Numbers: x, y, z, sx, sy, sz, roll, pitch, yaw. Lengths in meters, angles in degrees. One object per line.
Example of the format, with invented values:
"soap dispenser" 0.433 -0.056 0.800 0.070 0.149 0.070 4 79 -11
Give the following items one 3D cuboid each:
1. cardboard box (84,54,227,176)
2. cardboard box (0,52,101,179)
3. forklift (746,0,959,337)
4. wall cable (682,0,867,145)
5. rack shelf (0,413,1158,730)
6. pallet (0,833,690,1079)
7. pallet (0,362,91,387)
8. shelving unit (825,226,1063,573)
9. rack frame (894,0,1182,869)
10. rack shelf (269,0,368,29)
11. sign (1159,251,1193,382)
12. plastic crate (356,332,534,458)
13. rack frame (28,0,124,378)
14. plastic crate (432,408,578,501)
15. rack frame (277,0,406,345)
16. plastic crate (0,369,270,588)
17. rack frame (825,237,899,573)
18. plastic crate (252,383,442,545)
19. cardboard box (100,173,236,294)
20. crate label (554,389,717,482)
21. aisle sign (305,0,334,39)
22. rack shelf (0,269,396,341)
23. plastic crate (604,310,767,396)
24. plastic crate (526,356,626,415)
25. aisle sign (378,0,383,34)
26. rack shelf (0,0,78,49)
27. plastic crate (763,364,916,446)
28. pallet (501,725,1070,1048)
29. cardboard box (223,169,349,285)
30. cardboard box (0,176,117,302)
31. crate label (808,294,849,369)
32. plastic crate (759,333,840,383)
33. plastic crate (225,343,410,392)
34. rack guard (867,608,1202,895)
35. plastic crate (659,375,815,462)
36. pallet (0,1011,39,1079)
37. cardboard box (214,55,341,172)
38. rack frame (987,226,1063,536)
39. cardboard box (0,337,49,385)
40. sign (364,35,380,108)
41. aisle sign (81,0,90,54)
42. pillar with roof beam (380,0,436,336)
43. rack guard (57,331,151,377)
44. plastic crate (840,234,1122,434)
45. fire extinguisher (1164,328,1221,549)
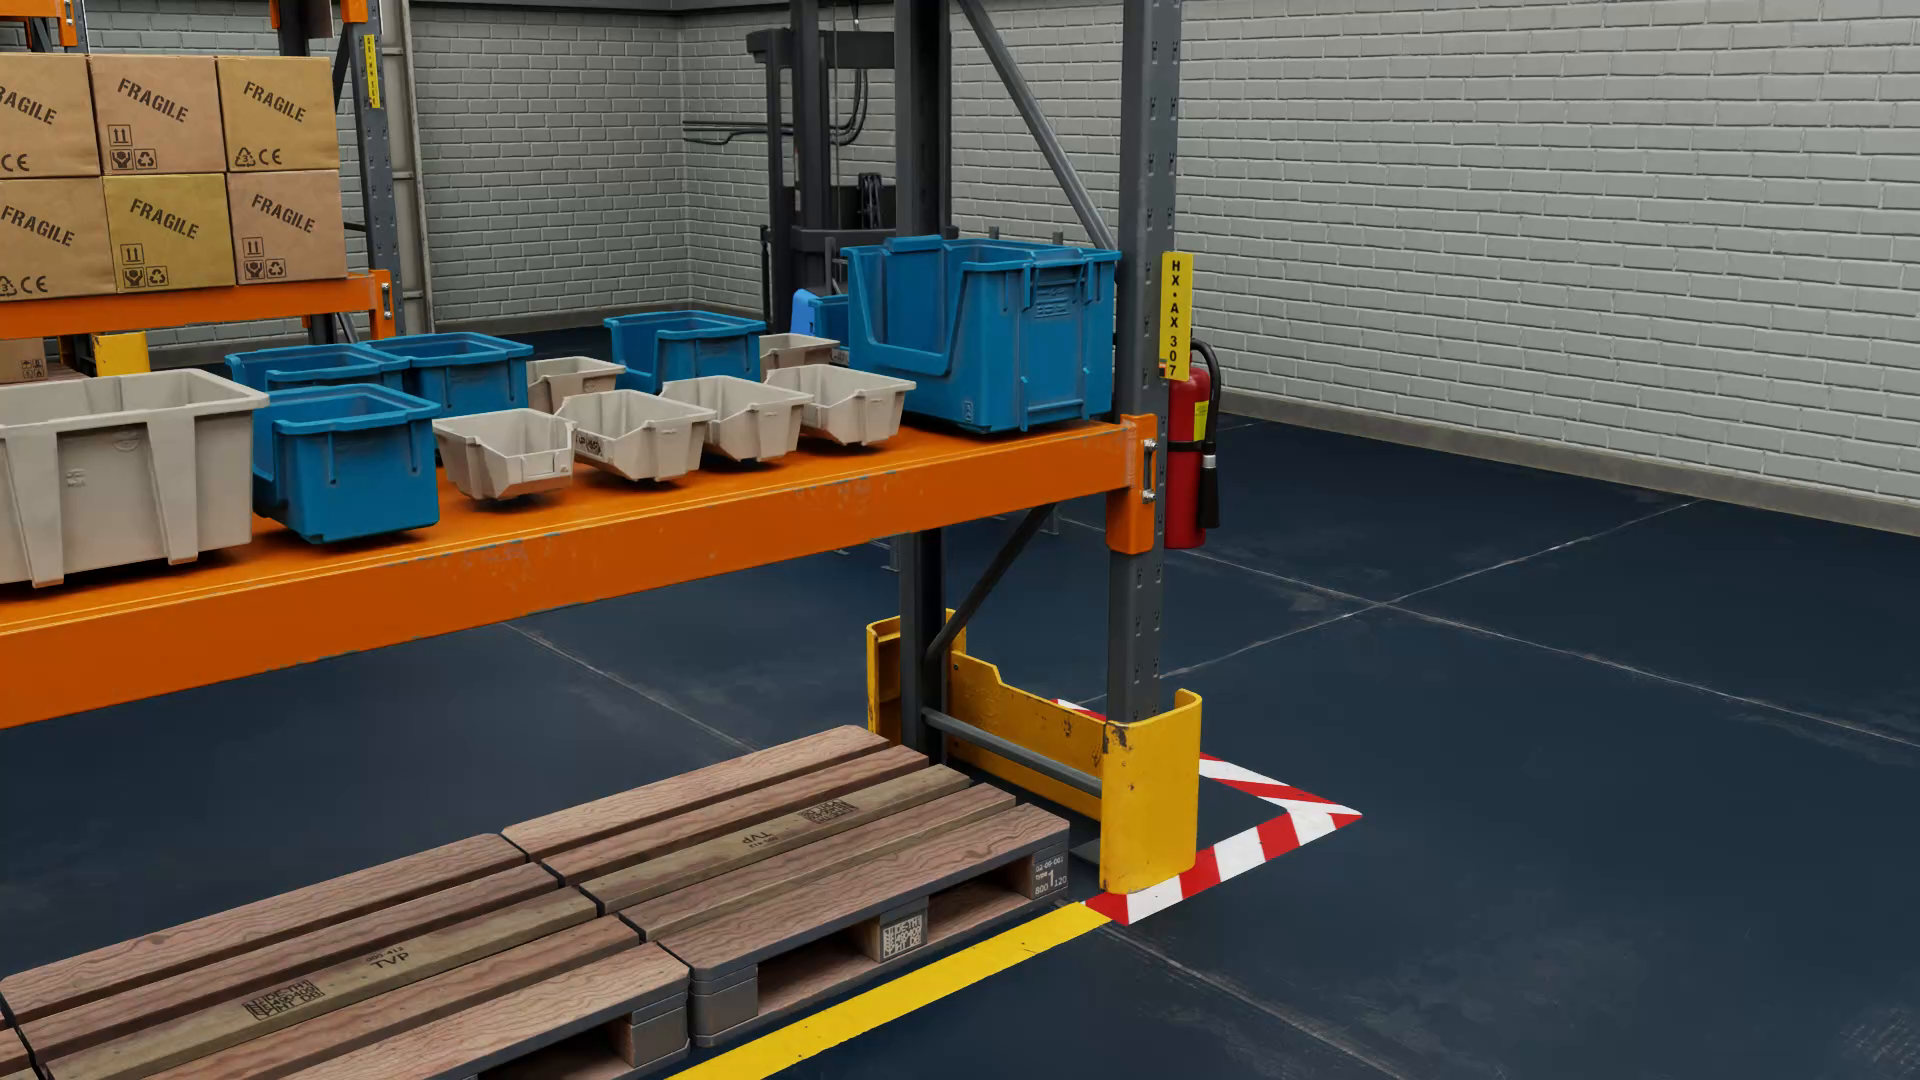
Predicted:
"cardboard box" -3.604 -1.881 7.350 0.500 0.500 0.500 -12 19 -38
"cardboard box" -3.992 -1.793 7.018 0.500 0.500 0.500 -12 19 -38
"forklift" -0.657 -2.013 10.108 1.130 2.935 3.031 -4 16 -16
"wall cable" -1.821 -4.815 14.857 0.112 2.526 3.097 -13 19 -39
"rack shelf" -1.328 0.087 3.508 4.000 0.370 1.077 -13 19 -39
"pallet" -1.387 1.085 3.779 1.213 0.211 1.003 -13 19 -39
"pallet" -6.875 -1.031 11.699 1.213 0.211 1.003 -13 19 -39
"shelving unit" -0.064 -0.710 8.002 1.048 1.500 0.538 -13 19 -39
"rack frame" 0.181 -0.600 4.683 0.127 3.000 1.000 -13 19 -39
"rack shelf" -4.577 -2.328 6.733 4.000 0.370 1.077 -13 19 -39
"sign" 0.554 -0.574 4.272 0.005 0.325 0.100 -13 19 -39
"plastic crate" -1.215 -0.347 3.945 0.300 0.233 0.416 -13 19 -39
"rack frame" -6.323 -2.529 11.904 0.127 3.000 1.000 -13 19 -39
"plastic crate" -0.949 -0.176 3.491 0.250 0.136 0.298 -13 19 -39
"rack frame" -3.068 -1.565 8.296 0.127 3.000 1.000 -13 19 -39
"plastic crate" -1.564 -0.117 2.988 0.530 0.282 0.437 -13 19 -39
"rack frame" -0.448 -0.624 7.680 0.032 1.500 0.500 -13 19 -39
"plastic crate" -1.200 -0.150 3.208 0.300 0.233 0.416 -13 19 -39
"cardboard box" -3.616 -1.396 7.469 0.500 0.500 0.500 -12 19 -39
"crate label" -0.738 -0.230 3.693 0.243 0.136 0.396 -13 19 -39
"aisle sign" -3.209 -2.890 8.218 0.004 0.787 0.394 -13 19 -39
"rack shelf" -4.577 -0.878 7.120 4.000 0.370 1.077 -13 19 -39
"plastic crate" -0.718 -0.459 4.363 0.300 0.233 0.416 -13 19 -39
"plastic crate" -1.030 -0.371 4.220 0.298 0.136 0.250 -13 19 -39
"aisle sign" -2.816 -2.773 7.780 0.004 0.787 0.394 -13 19 -39
"rack shelf" -7.831 -3.291 10.341 4.000 0.370 1.077 -13 19 -39
"plastic crate" -0.316 -0.328 4.060 0.243 0.136 0.396 -13 19 -39
"pallet" -0.467 0.880 4.548 1.213 0.211 1.003 -13 19 -39
"cardboard box" -3.227 -1.484 7.800 0.500 0.500 0.500 -12 19 -38
"cardboard box" -3.996 -1.312 7.156 0.500 0.500 0.500 -12 19 -39
"crate label" -0.222 -0.570 4.780 0.303 0.233 0.416 -13 19 -39
"plastic crate" -0.518 -0.485 4.650 0.298 0.136 0.250 -13 19 -39
"plastic crate" -1.441 -0.296 3.755 0.300 0.233 0.416 -13 19 -39
"rack guard" 0.190 0.601 5.030 0.348 0.500 1.175 -13 19 -39
"plastic crate" -0.544 -0.282 3.887 0.243 0.136 0.396 -13 19 -39
"pallet" -2.308 1.293 3.001 1.213 0.211 1.003 -13 19 -39
"cardboard box" -3.223 -1.967 7.671 0.500 0.500 0.500 -13 20 -40
"rack frame" 0.319 -0.796 8.325 0.032 1.500 0.500 -13 19 -39
"cardboard box" -6.785 -1.386 11.655 0.500 0.500 0.700 -13 19 -39
"sign" -2.719 -2.165 7.688 0.005 0.325 0.100 -13 19 -39
"aisle sign" -6.071 -3.738 11.395 0.004 0.787 0.394 -13 19 -39
"pillar with roof beam" -2.028 -5.215 10.335 0.400 9.000 9.100 -13 19 -39
"rack guard" -6.305 -1.325 12.242 0.348 0.500 1.175 -13 19 -39
"plastic crate" 0.051 -0.553 4.322 0.499 0.435 0.616 -13 19 -39
"fire extinguisher" 0.593 -0.319 4.506 0.183 0.674 0.296 -13 19 -39
